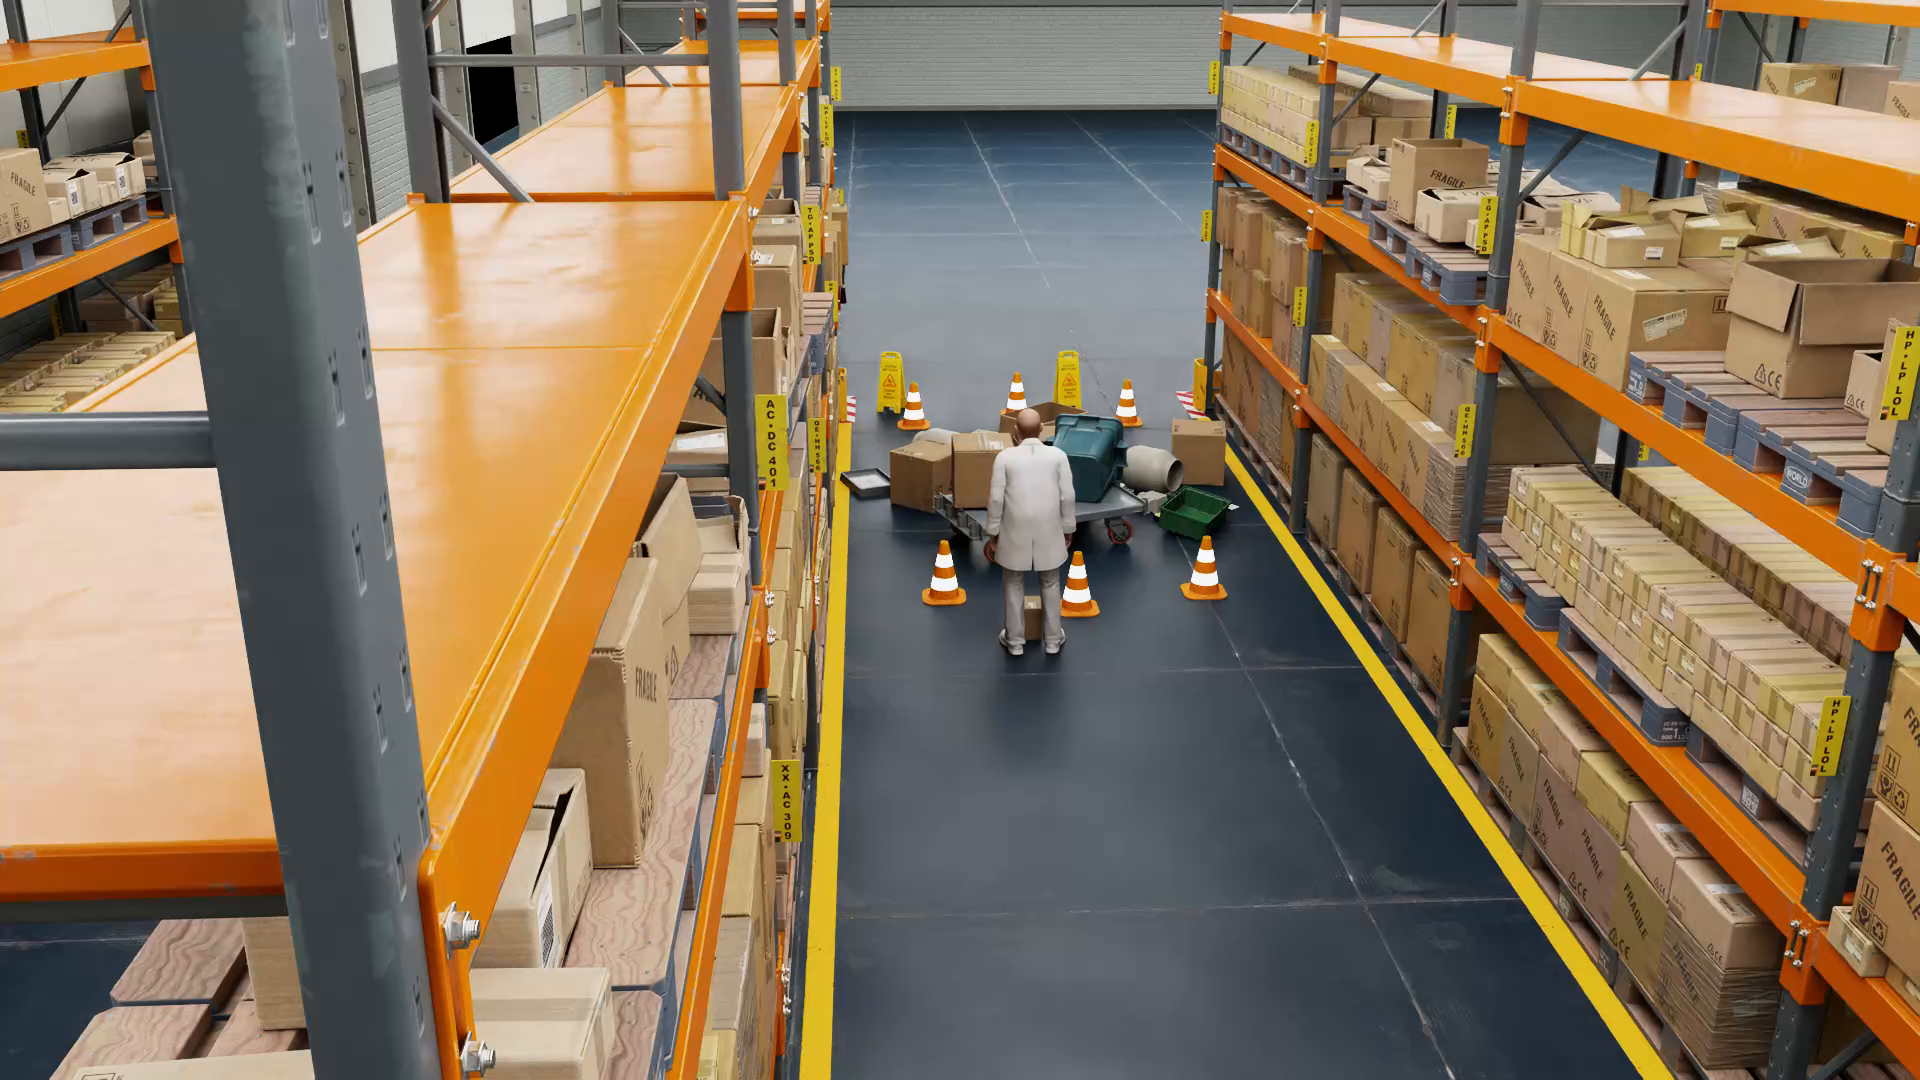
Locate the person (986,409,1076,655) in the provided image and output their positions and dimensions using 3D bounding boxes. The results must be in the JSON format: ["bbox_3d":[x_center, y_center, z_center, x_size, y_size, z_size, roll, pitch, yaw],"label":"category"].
[{"bbox_3d":[0.502,-0.055,11.750,0.640,1.773,0.426,-1,20,-3],"label":"person"}]
